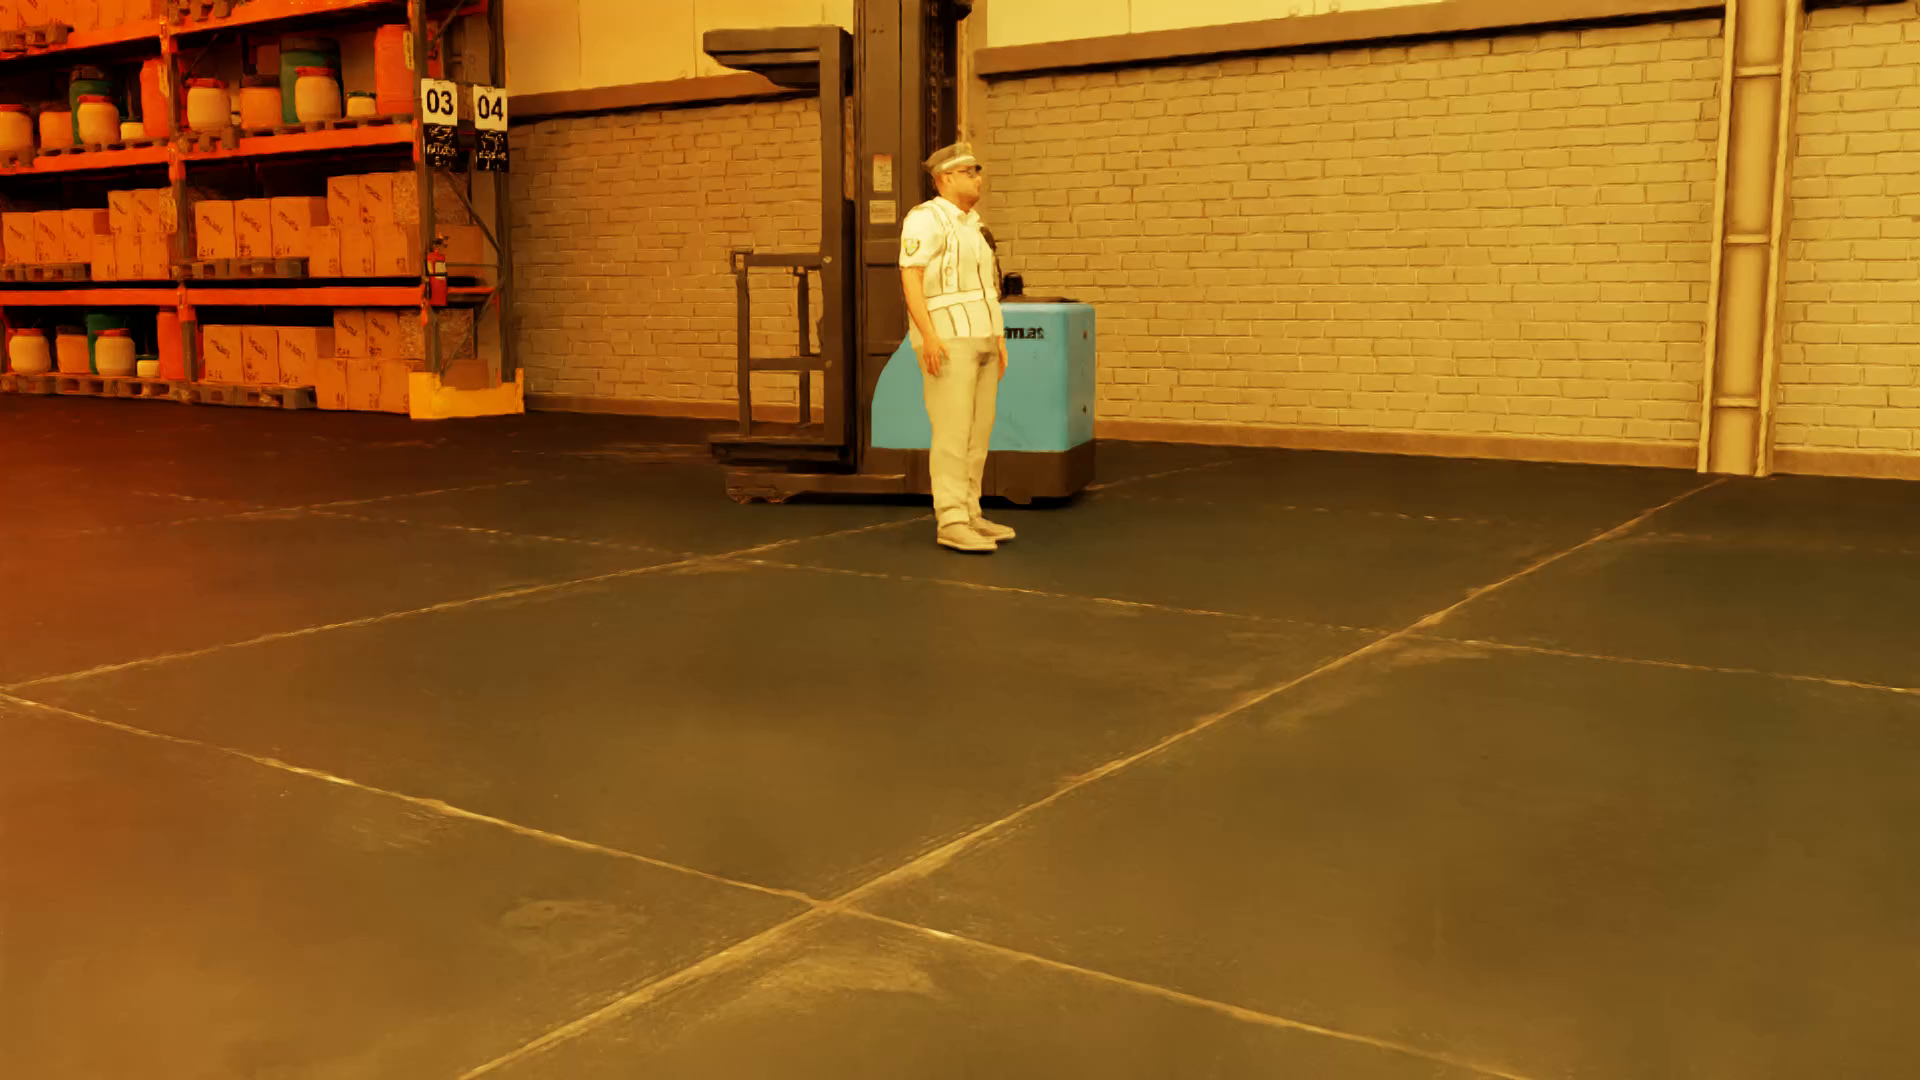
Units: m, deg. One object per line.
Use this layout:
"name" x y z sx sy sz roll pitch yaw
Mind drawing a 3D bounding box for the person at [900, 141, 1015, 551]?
"person" 0.058 -0.882 7.424 0.574 1.781 0.640 5 10 34

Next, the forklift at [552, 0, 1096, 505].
"forklift" -0.792 -1.722 9.305 3.031 2.935 1.130 2 8 14
